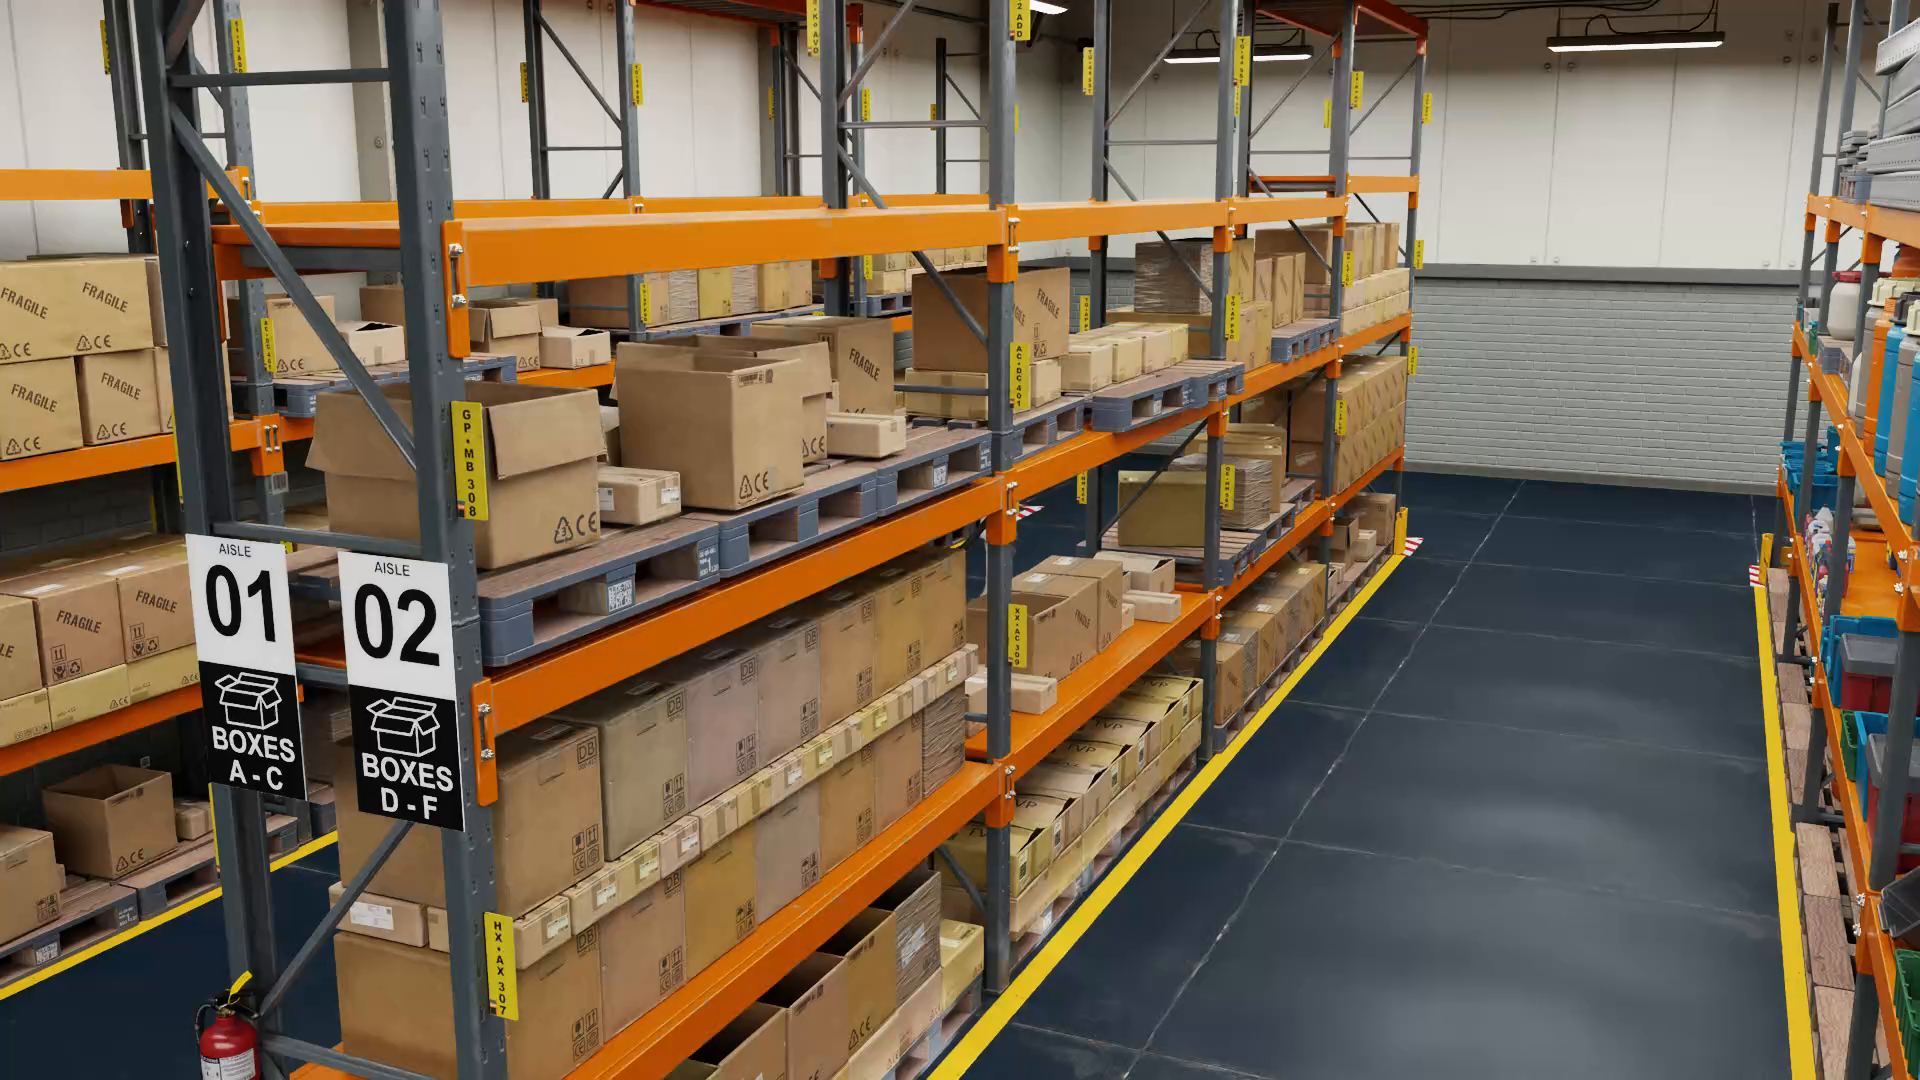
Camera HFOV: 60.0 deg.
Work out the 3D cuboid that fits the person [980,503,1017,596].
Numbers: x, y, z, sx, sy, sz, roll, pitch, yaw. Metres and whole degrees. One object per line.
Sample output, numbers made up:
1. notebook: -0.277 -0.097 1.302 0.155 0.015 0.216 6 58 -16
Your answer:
1. person: 0.385 0.000 15.761 0.444 1.789 0.606 -2 12 -9
